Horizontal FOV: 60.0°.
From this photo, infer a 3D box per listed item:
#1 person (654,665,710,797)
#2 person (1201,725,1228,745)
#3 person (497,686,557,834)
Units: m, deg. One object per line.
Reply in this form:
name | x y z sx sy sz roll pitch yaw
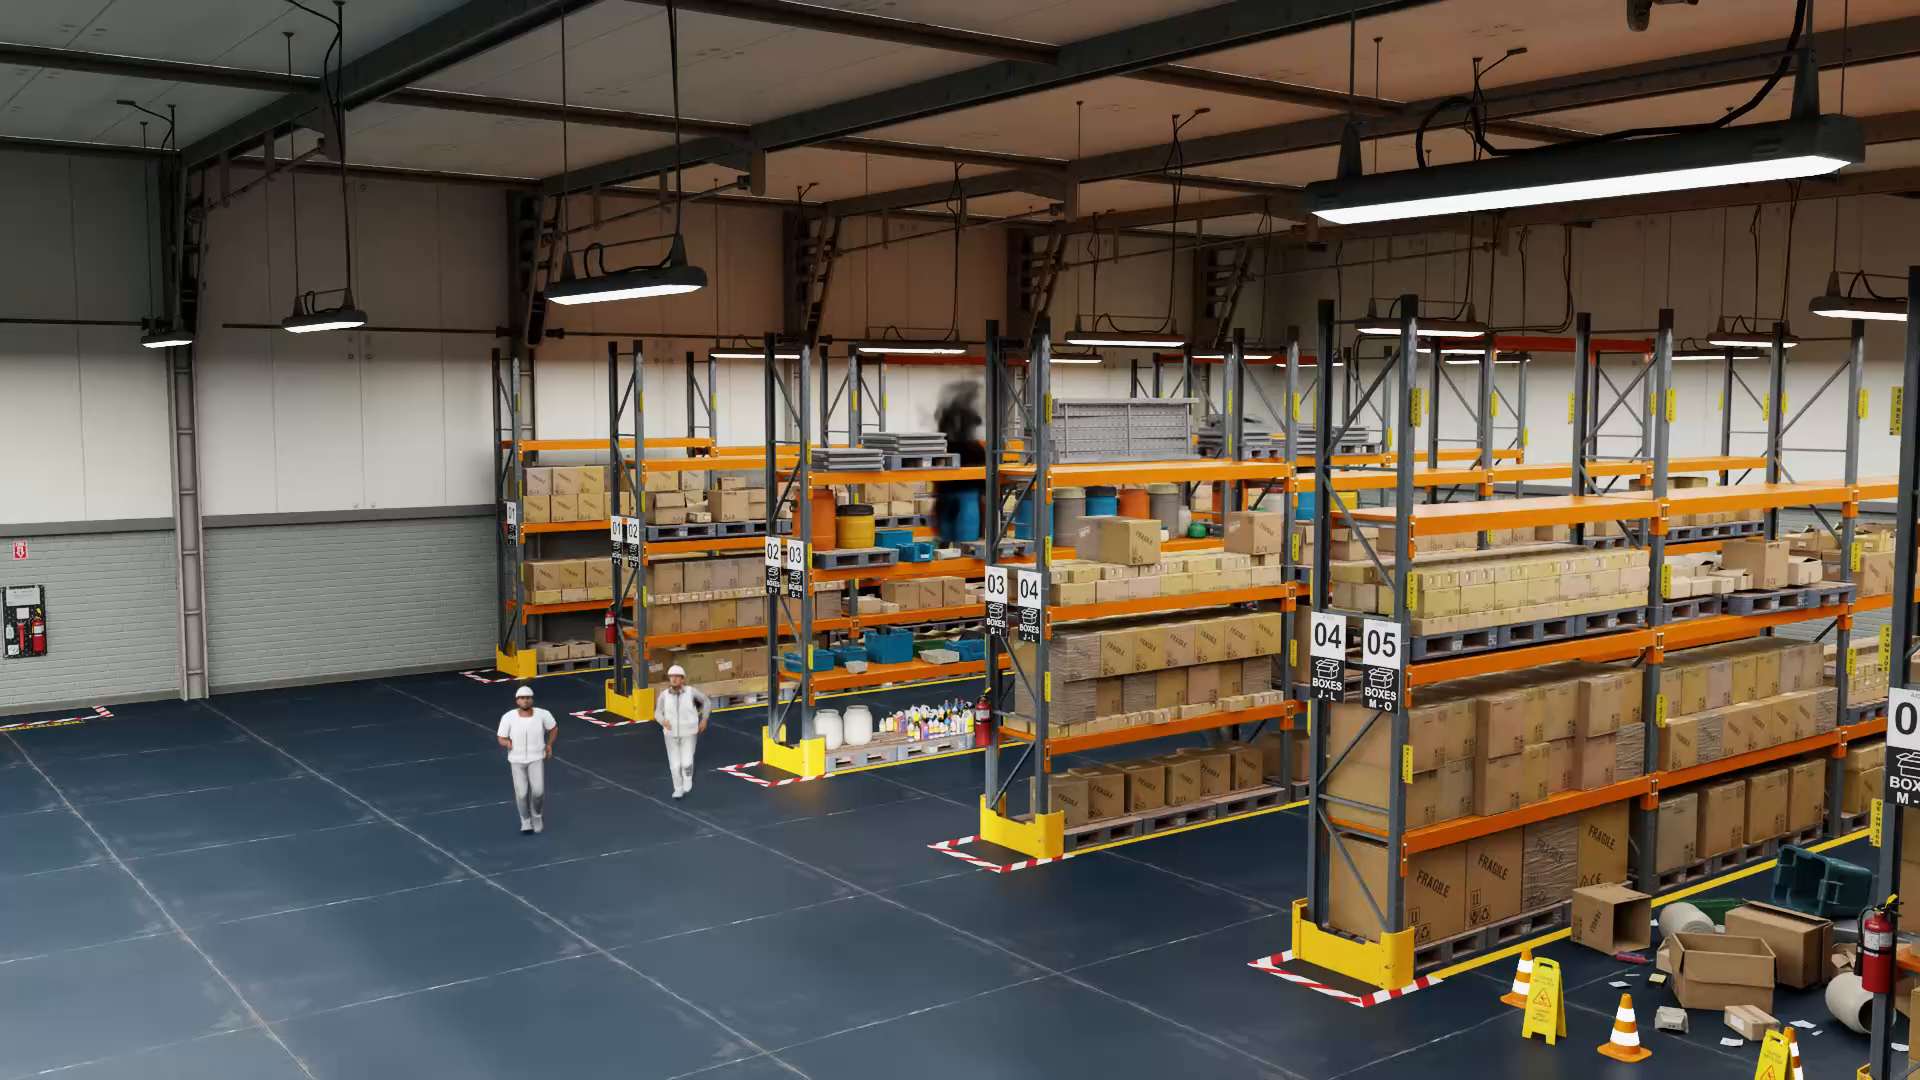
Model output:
person | -3.529 2.444 21.061 0.679 1.722 0.733 0 5 0
person | 3.623 2.288 23.241 0.653 1.644 0.545 -5 7 -44
person | -5.050 2.587 19.436 0.680 1.750 0.626 -1 5 -13
